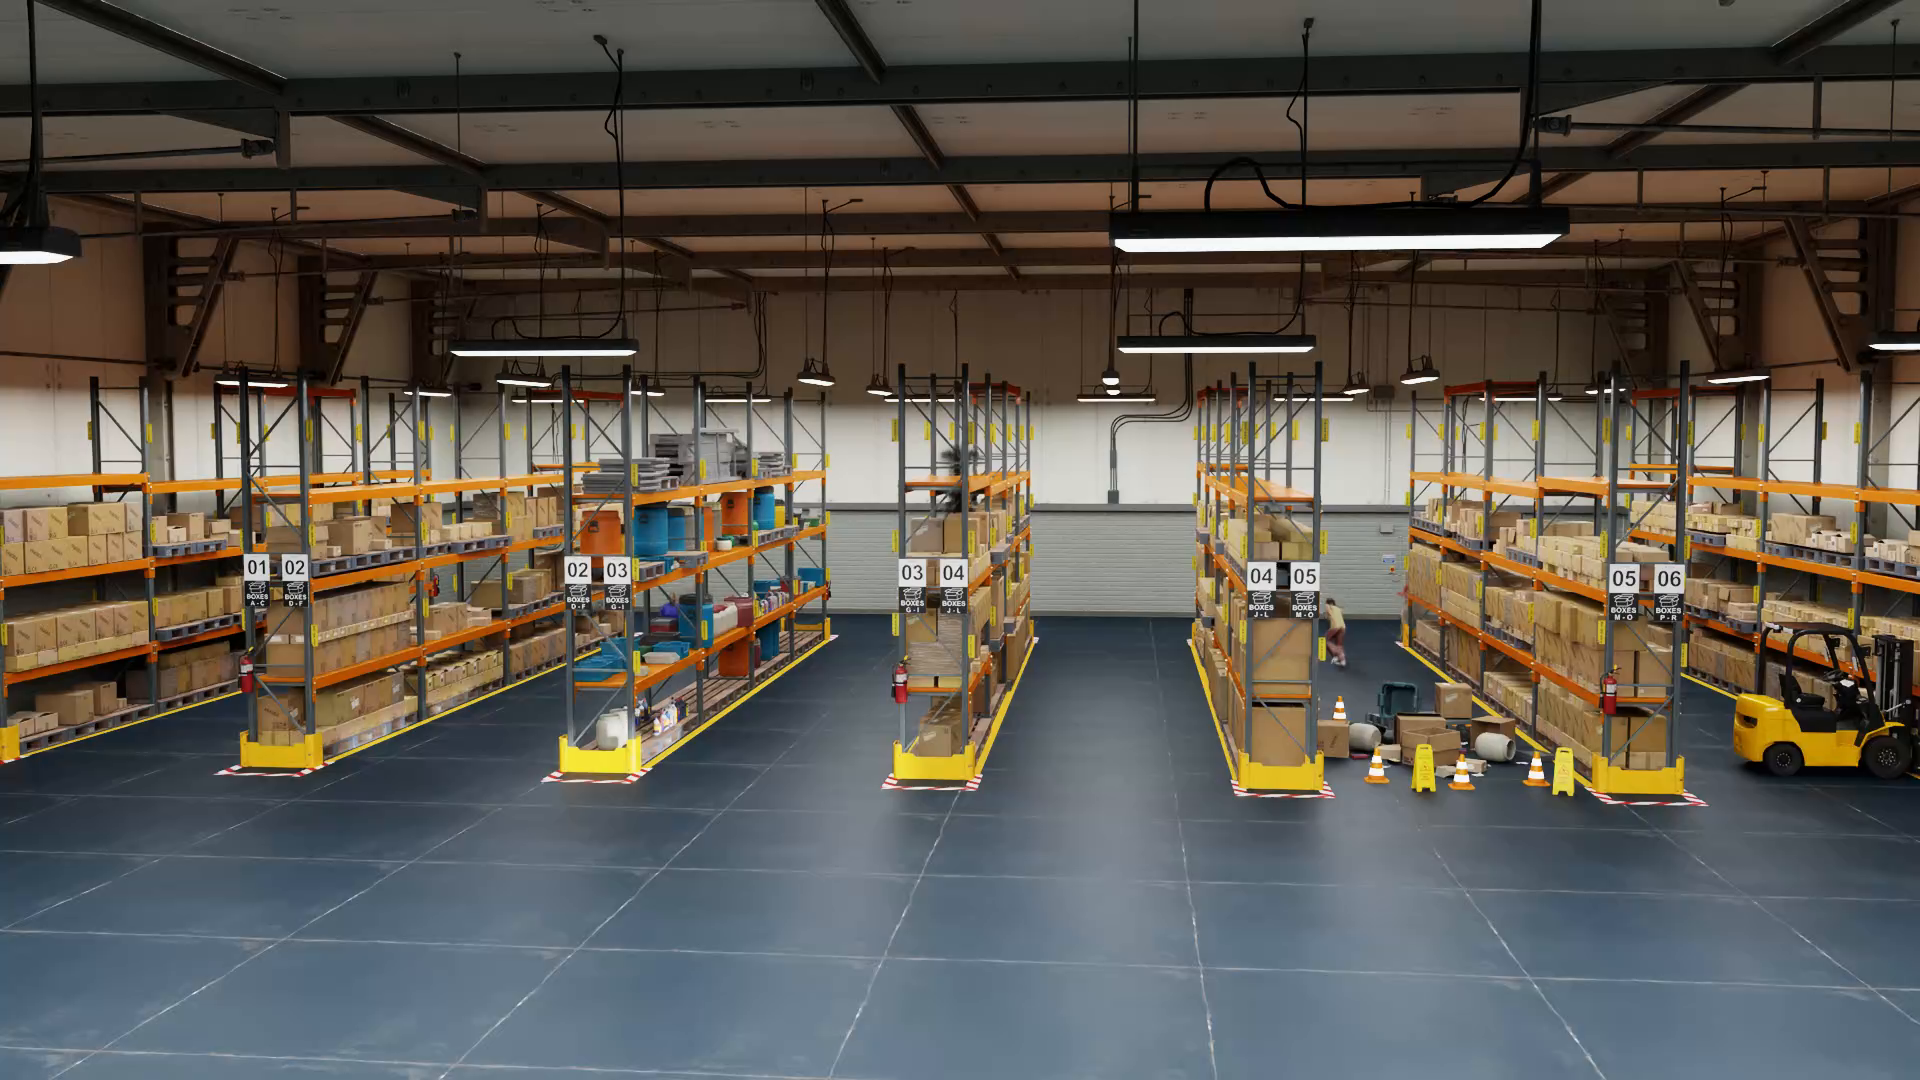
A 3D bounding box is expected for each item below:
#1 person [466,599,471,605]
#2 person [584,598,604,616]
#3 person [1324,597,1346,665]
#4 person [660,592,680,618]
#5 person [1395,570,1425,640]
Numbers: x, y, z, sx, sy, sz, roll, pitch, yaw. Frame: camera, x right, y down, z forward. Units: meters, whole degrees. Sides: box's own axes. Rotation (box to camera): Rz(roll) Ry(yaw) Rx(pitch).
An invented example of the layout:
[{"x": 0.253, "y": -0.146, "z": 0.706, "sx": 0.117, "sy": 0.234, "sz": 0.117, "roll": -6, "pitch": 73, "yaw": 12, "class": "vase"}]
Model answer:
[{"x": -11.098, "y": 1.849, "z": 38.337, "sx": 0.620, "sy": 1.406, "sz": 0.978, "roll": -1, "pitch": 4, "yaw": -13, "class": "person"}, {"x": -9.137, "y": 1.432, "z": 41.996, "sx": 0.952, "sy": 1.674, "sz": 0.652, "roll": 1, "pitch": 4, "yaw": 13, "class": "person"}, {"x": 8.148, "y": 1.978, "z": 36.051, "sx": 0.550, "sy": 1.410, "sz": 0.966, "roll": -1, "pitch": 4, "yaw": -21, "class": "person"}, {"x": -6.121, "y": 1.922, "z": 35.279, "sx": 0.549, "sy": 1.629, "sz": 0.614, "roll": 0, "pitch": 4, "yaw": 2, "class": "person"}, {"x": 10.972, "y": 1.626, "z": 40.245, "sx": 0.918, "sy": 1.705, "sz": 0.606, "roll": 0, "pitch": 4, "yaw": 7, "class": "person"}]
